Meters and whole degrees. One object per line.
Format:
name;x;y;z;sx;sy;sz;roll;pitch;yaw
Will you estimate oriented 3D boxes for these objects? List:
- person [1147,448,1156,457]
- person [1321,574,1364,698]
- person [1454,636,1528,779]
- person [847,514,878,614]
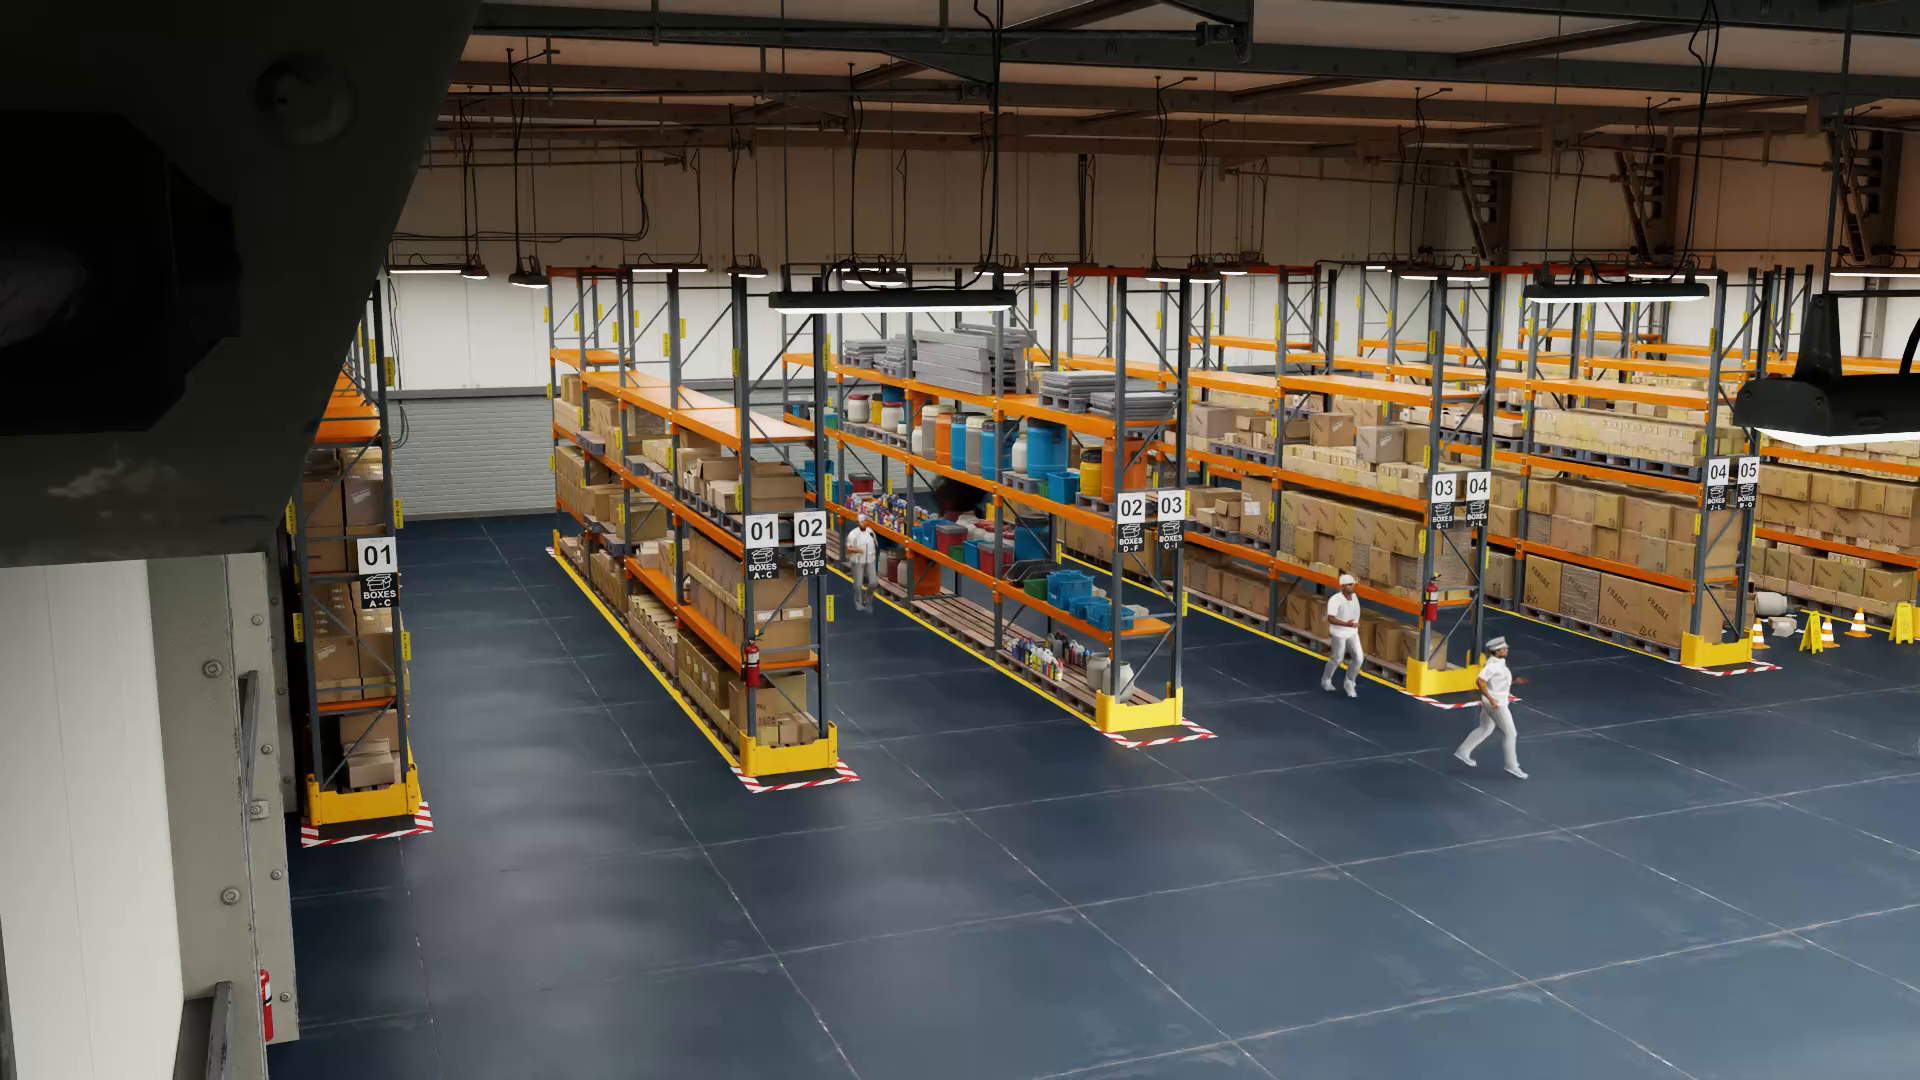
person;4.567;-1.661;41.135;0.967;1.752;0.757;-7;12;-36
person;5.505;1.385;23.749;0.721;1.835;0.737;-6;12;-32
person;6.493;2.011;20.173;0.834;1.729;0.562;2;10;12
person;-1.596;0.422;27.966;0.589;1.720;0.588;-4;11;-22
